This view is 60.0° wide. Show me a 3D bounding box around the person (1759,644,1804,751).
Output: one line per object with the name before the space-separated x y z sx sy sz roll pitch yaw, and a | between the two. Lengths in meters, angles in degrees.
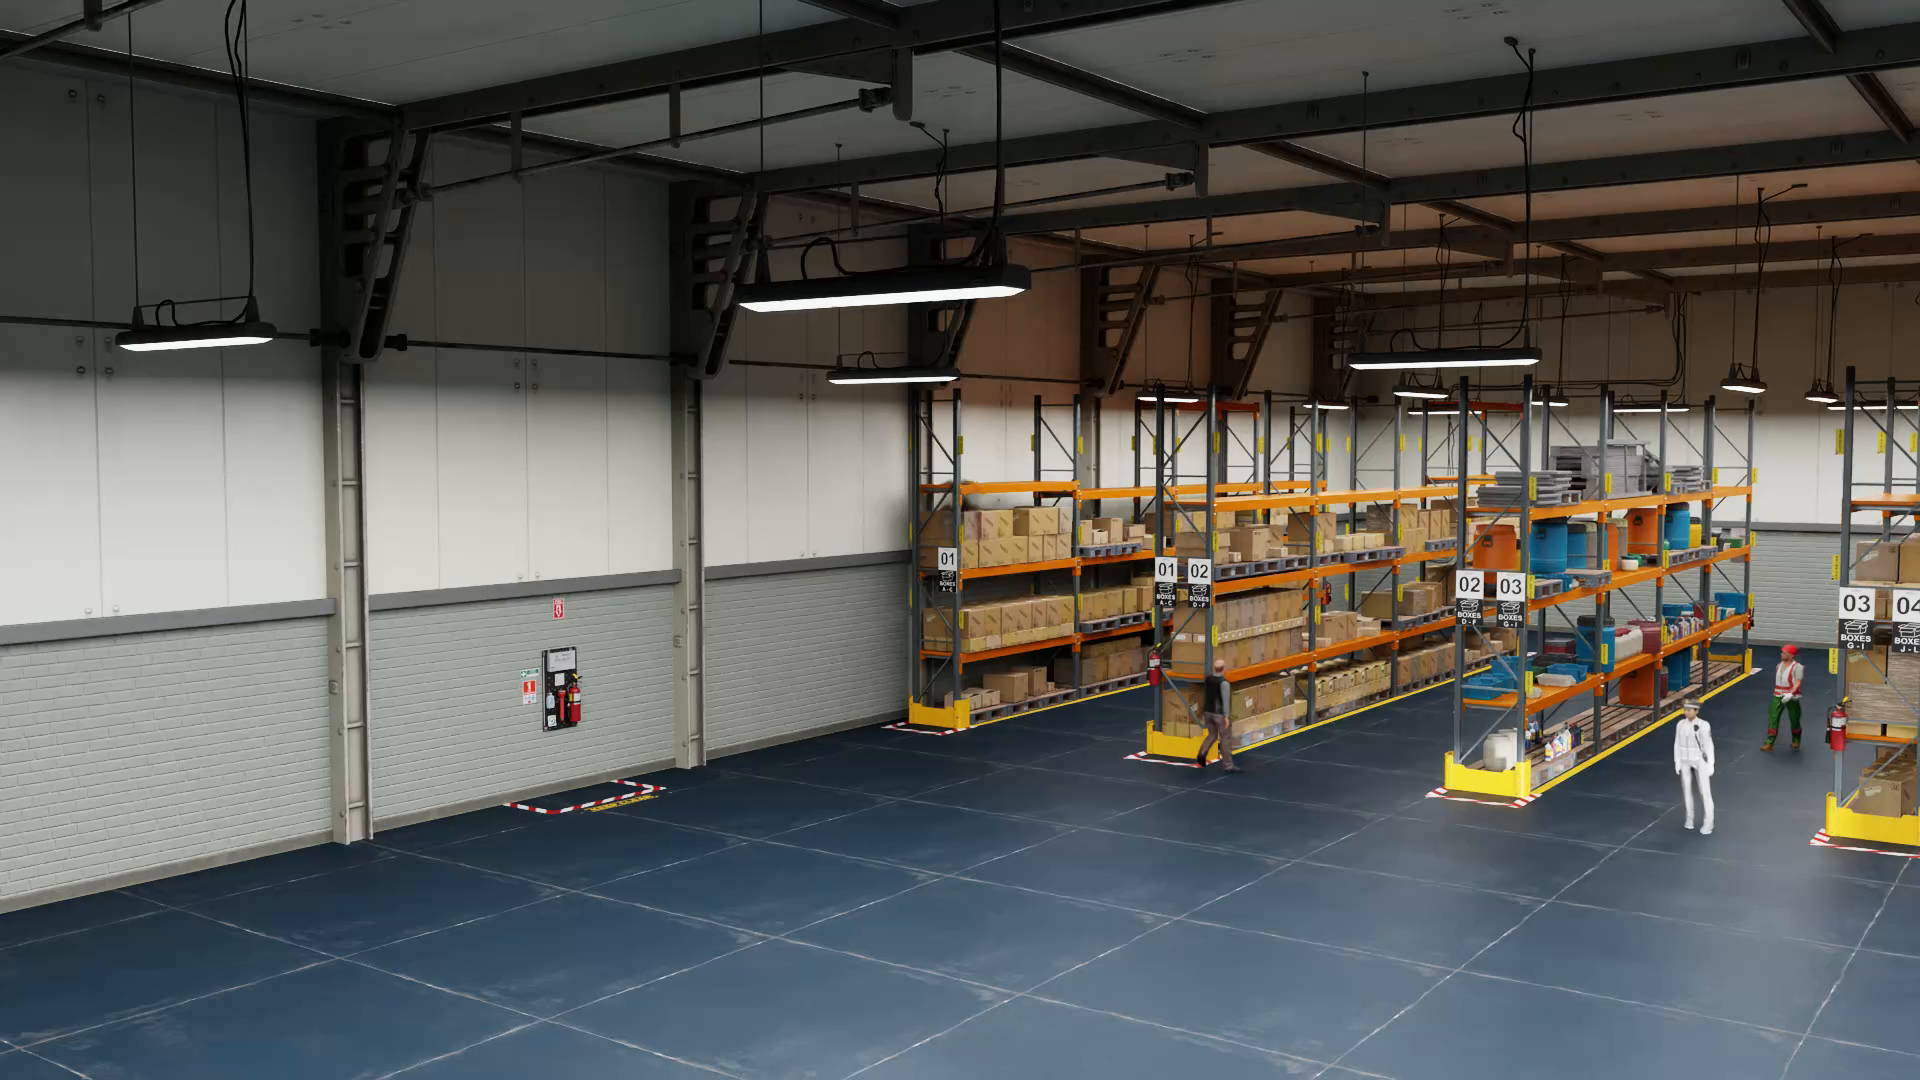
person | 13.425 2.558 27.008 1.051 1.726 0.503 -3 4 -42

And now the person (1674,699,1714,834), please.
person | 9.573 2.924 21.690 0.419 1.696 0.585 -3 4 -39

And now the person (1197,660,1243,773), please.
person | 3.954 2.685 25.443 0.569 1.719 0.575 -2 4 -32
